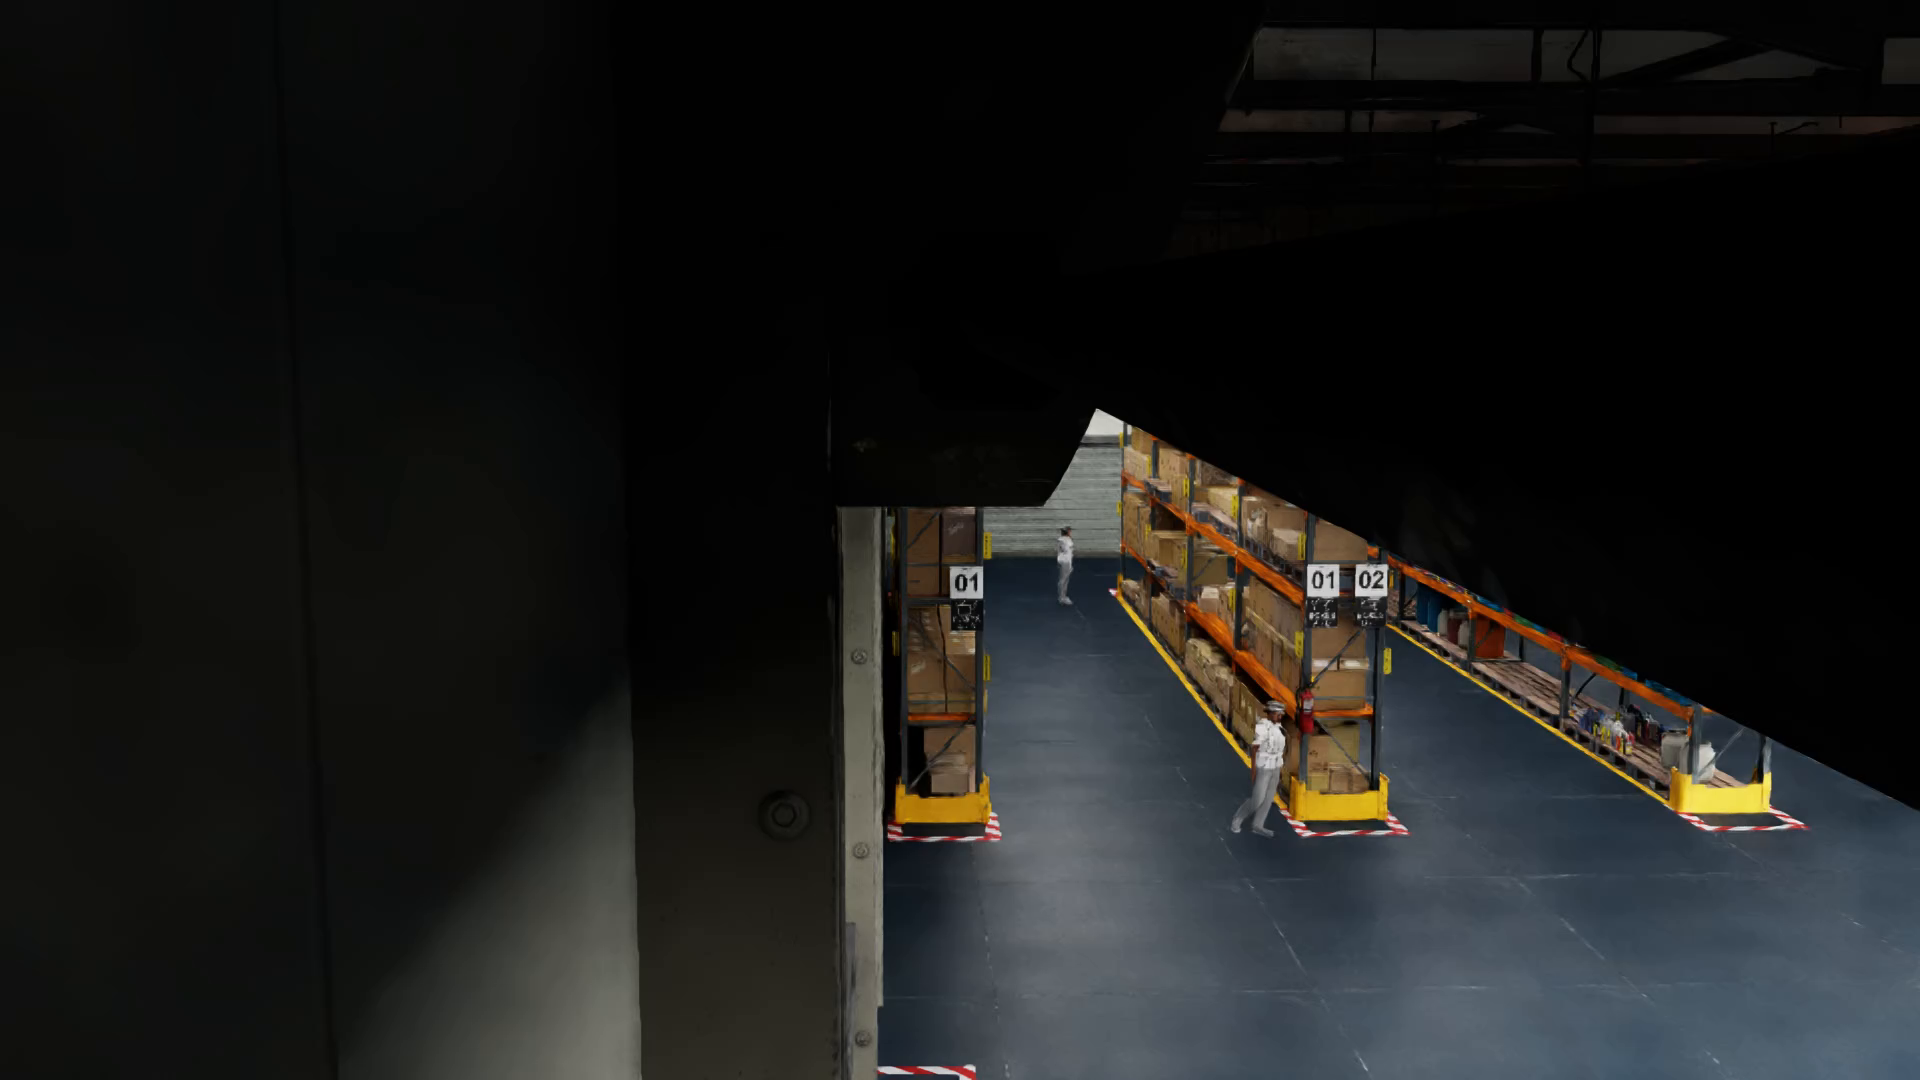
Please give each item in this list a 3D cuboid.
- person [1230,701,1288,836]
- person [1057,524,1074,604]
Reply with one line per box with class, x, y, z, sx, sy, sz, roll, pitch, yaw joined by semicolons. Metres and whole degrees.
person;3.578;2.736;19.941;0.638;1.648;0.502;-7;10;-40
person;2.256;0.492;35.551;0.364;1.682;0.582;-3;9;-23
